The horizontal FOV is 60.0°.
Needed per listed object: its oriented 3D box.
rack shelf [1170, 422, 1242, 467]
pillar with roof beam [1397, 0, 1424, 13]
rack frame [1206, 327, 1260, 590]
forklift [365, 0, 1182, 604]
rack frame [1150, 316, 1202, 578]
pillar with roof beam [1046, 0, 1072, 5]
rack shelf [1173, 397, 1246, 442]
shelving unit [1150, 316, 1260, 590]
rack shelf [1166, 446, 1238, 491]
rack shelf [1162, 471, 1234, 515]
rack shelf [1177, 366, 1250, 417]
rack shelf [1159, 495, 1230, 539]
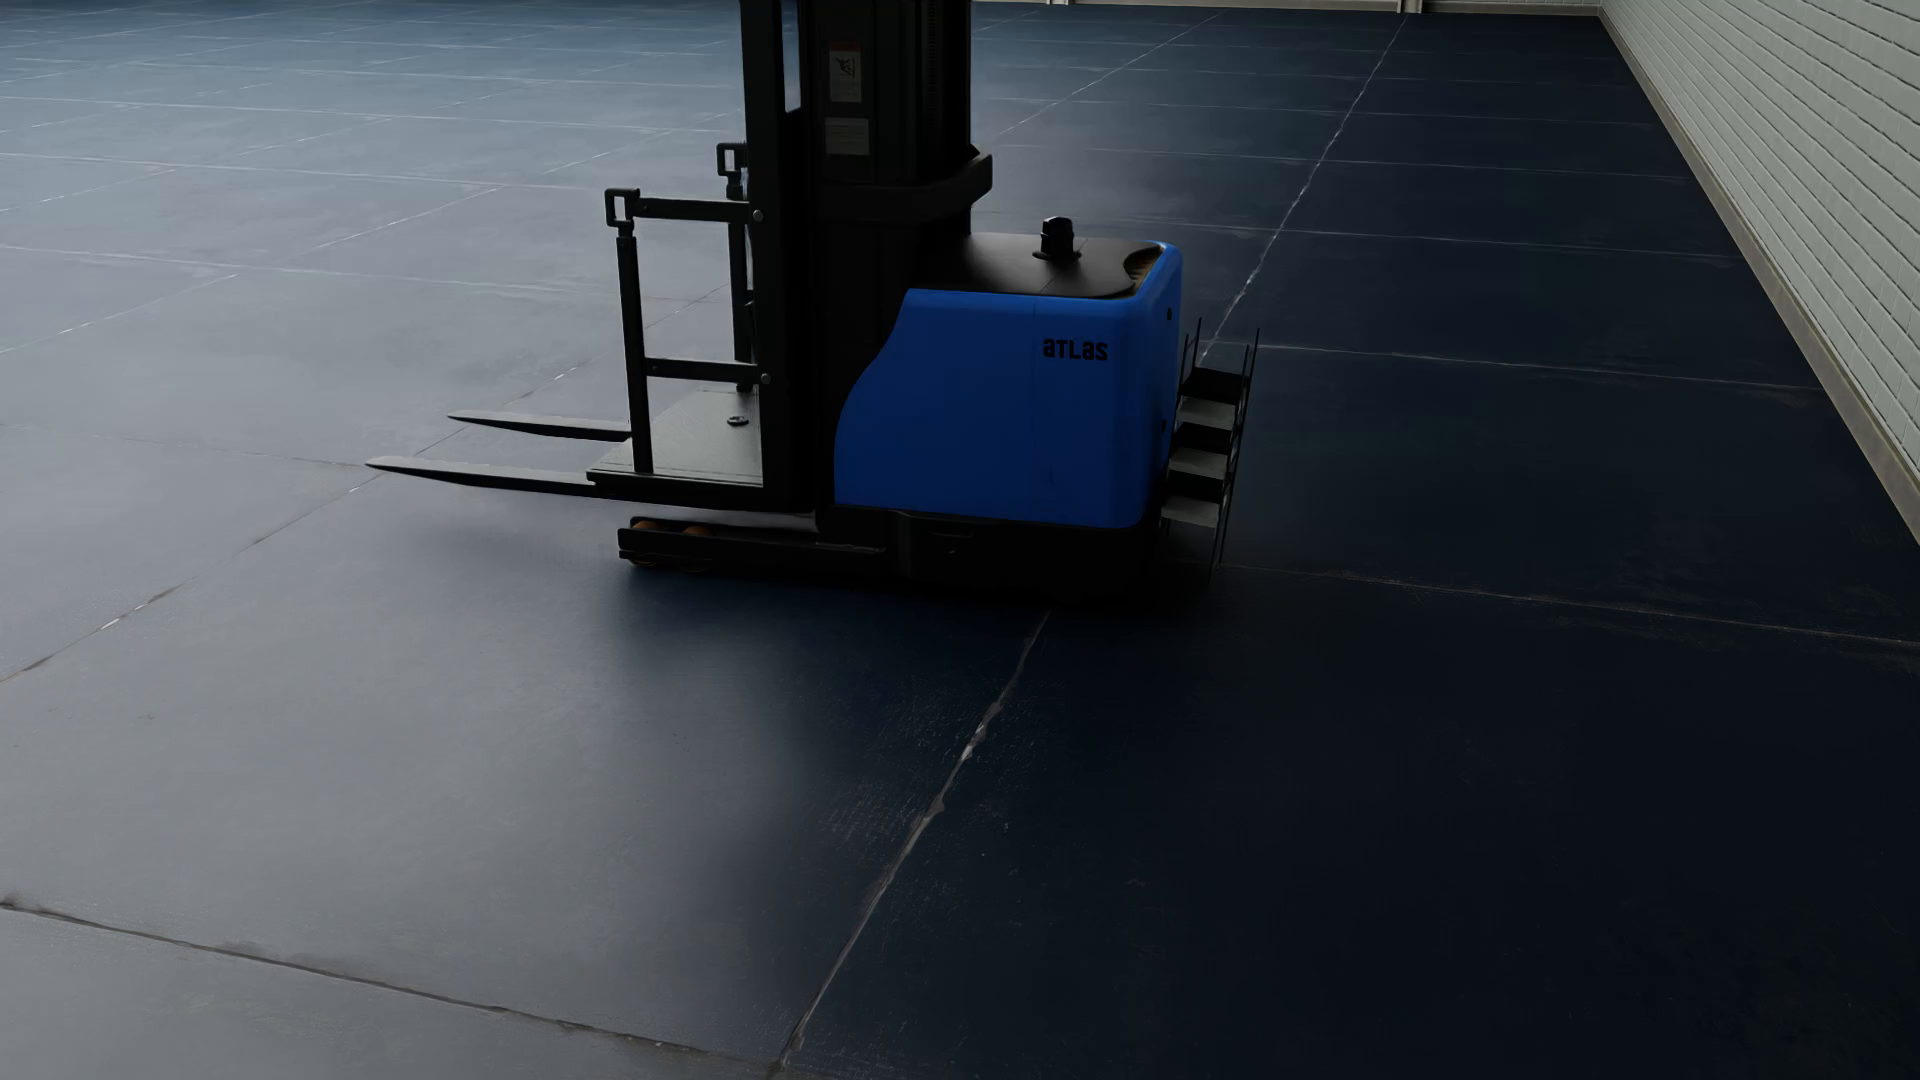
[{"bbox_3d":[0.855,-0.349,5.765,0.200,0.077,0.258,12,25,15],"label":"rack shelf"},{"bbox_3d":[6.255,-11.401,22.208,0.400,9.000,9.100,7,23,16],"label":"pillar with roof beam"},{"bbox_3d":[0.946,-0.276,5.761,0.006,0.900,0.240,12,25,15],"label":"rack frame"},{"bbox_3d":[-0.746,-1.425,5.881,3.031,2.935,1.130,6,23,13],"label":"forklift"},{"bbox_3d":[0.754,-0.318,5.814,0.006,0.900,0.240,12,25,15],"label":"rack frame"},{"bbox_3d":[0.511,-12.059,23.811,0.400,9.000,9.100,7,23,16],"label":"pillar with roof beam"},{"bbox_3d":[0.863,-0.431,5.728,0.200,0.077,0.258,12,25,15],"label":"rack shelf"},{"bbox_3d":[0.850,-0.297,5.788,0.210,0.900,0.258,12,25,15],"label":"shelving unit"},{"bbox_3d":[0.847,-0.267,5.801,0.200,0.077,0.258,12,25,15],"label":"rack shelf"},{"bbox_3d":[0.839,-0.185,5.838,0.200,0.077,0.258,12,25,15],"label":"rack shelf"},{"bbox_3d":[0.871,-0.513,5.692,0.200,0.077,0.258,12,25,15],"label":"rack shelf"},{"bbox_3d":[0.831,-0.103,5.874,0.200,0.077,0.258,12,25,15],"label":"rack shelf"}]
